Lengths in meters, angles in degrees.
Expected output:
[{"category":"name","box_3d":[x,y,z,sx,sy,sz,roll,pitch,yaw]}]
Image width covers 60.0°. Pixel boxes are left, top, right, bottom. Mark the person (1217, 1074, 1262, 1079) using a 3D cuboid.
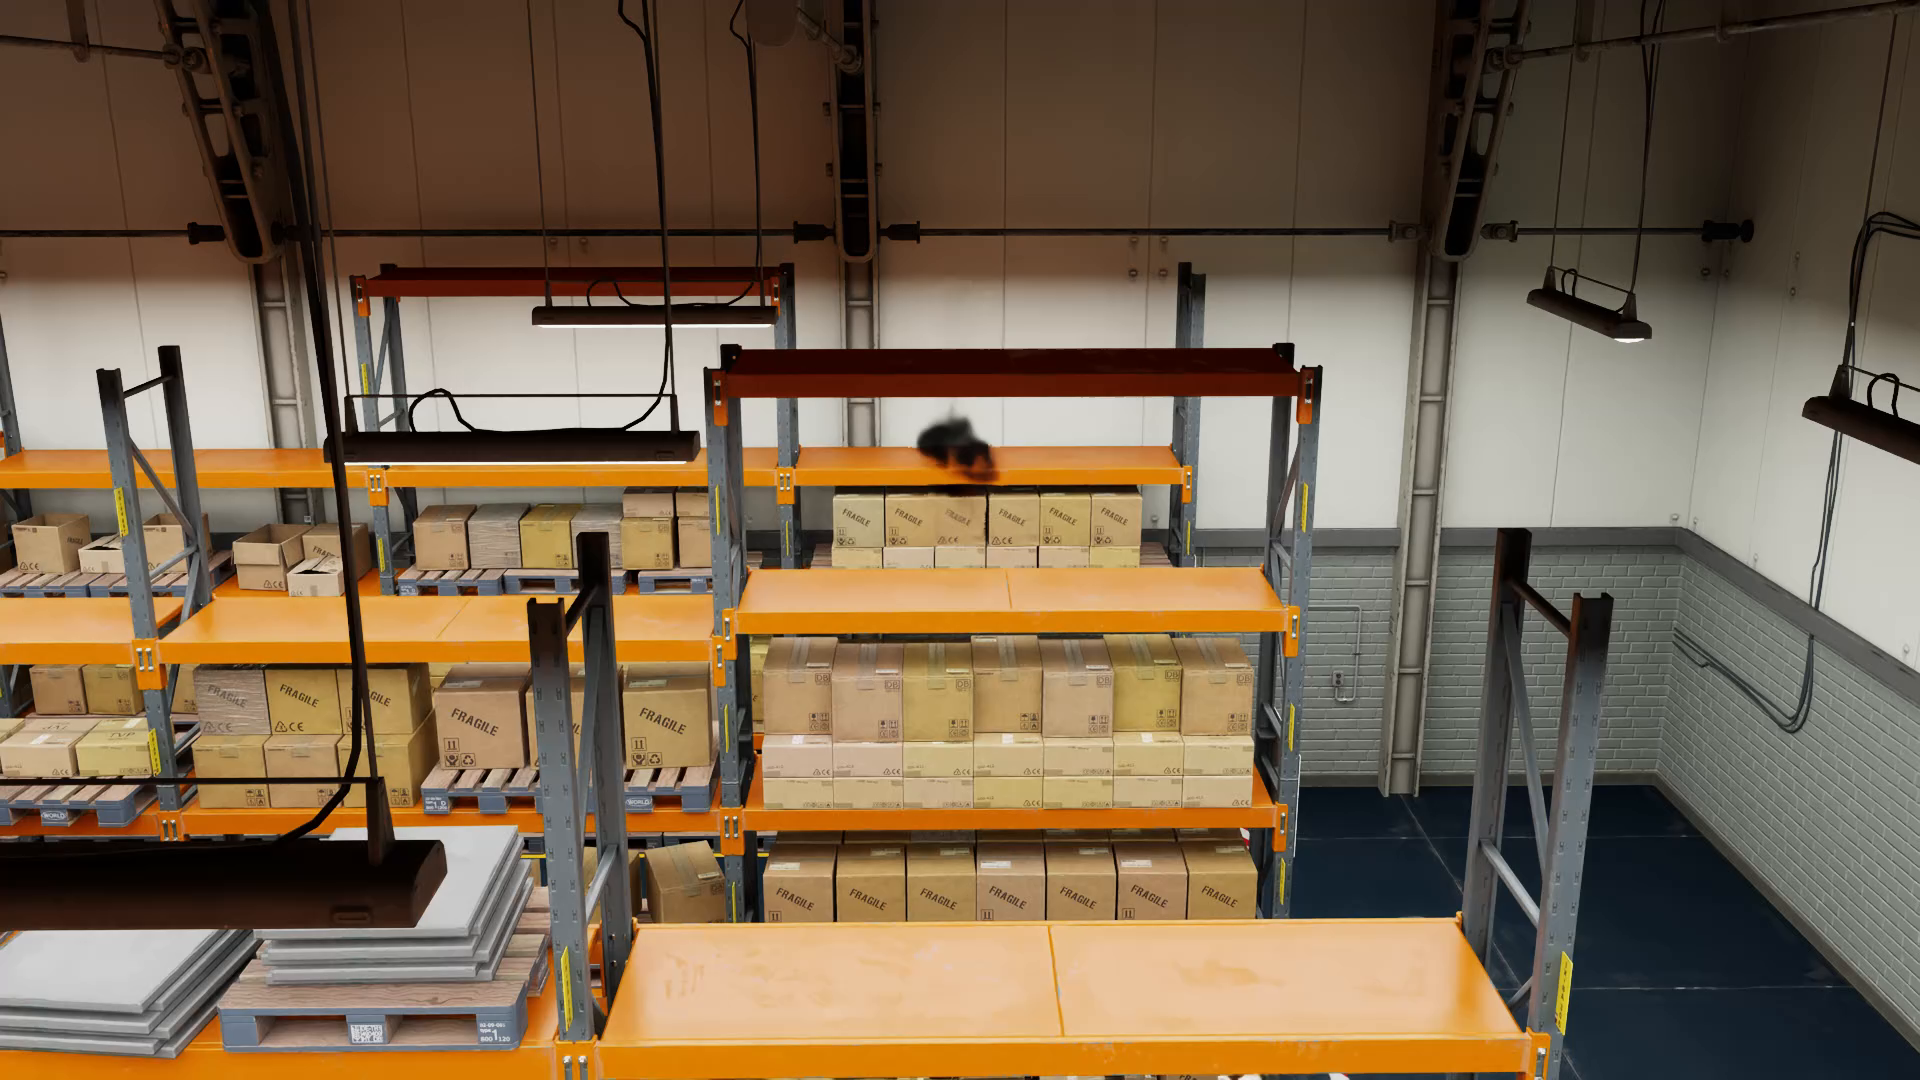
[{"category":"person","box_3d":[1.903,4.140,11.231,0.710,1.819,0.762,-6,17,-19]}]
